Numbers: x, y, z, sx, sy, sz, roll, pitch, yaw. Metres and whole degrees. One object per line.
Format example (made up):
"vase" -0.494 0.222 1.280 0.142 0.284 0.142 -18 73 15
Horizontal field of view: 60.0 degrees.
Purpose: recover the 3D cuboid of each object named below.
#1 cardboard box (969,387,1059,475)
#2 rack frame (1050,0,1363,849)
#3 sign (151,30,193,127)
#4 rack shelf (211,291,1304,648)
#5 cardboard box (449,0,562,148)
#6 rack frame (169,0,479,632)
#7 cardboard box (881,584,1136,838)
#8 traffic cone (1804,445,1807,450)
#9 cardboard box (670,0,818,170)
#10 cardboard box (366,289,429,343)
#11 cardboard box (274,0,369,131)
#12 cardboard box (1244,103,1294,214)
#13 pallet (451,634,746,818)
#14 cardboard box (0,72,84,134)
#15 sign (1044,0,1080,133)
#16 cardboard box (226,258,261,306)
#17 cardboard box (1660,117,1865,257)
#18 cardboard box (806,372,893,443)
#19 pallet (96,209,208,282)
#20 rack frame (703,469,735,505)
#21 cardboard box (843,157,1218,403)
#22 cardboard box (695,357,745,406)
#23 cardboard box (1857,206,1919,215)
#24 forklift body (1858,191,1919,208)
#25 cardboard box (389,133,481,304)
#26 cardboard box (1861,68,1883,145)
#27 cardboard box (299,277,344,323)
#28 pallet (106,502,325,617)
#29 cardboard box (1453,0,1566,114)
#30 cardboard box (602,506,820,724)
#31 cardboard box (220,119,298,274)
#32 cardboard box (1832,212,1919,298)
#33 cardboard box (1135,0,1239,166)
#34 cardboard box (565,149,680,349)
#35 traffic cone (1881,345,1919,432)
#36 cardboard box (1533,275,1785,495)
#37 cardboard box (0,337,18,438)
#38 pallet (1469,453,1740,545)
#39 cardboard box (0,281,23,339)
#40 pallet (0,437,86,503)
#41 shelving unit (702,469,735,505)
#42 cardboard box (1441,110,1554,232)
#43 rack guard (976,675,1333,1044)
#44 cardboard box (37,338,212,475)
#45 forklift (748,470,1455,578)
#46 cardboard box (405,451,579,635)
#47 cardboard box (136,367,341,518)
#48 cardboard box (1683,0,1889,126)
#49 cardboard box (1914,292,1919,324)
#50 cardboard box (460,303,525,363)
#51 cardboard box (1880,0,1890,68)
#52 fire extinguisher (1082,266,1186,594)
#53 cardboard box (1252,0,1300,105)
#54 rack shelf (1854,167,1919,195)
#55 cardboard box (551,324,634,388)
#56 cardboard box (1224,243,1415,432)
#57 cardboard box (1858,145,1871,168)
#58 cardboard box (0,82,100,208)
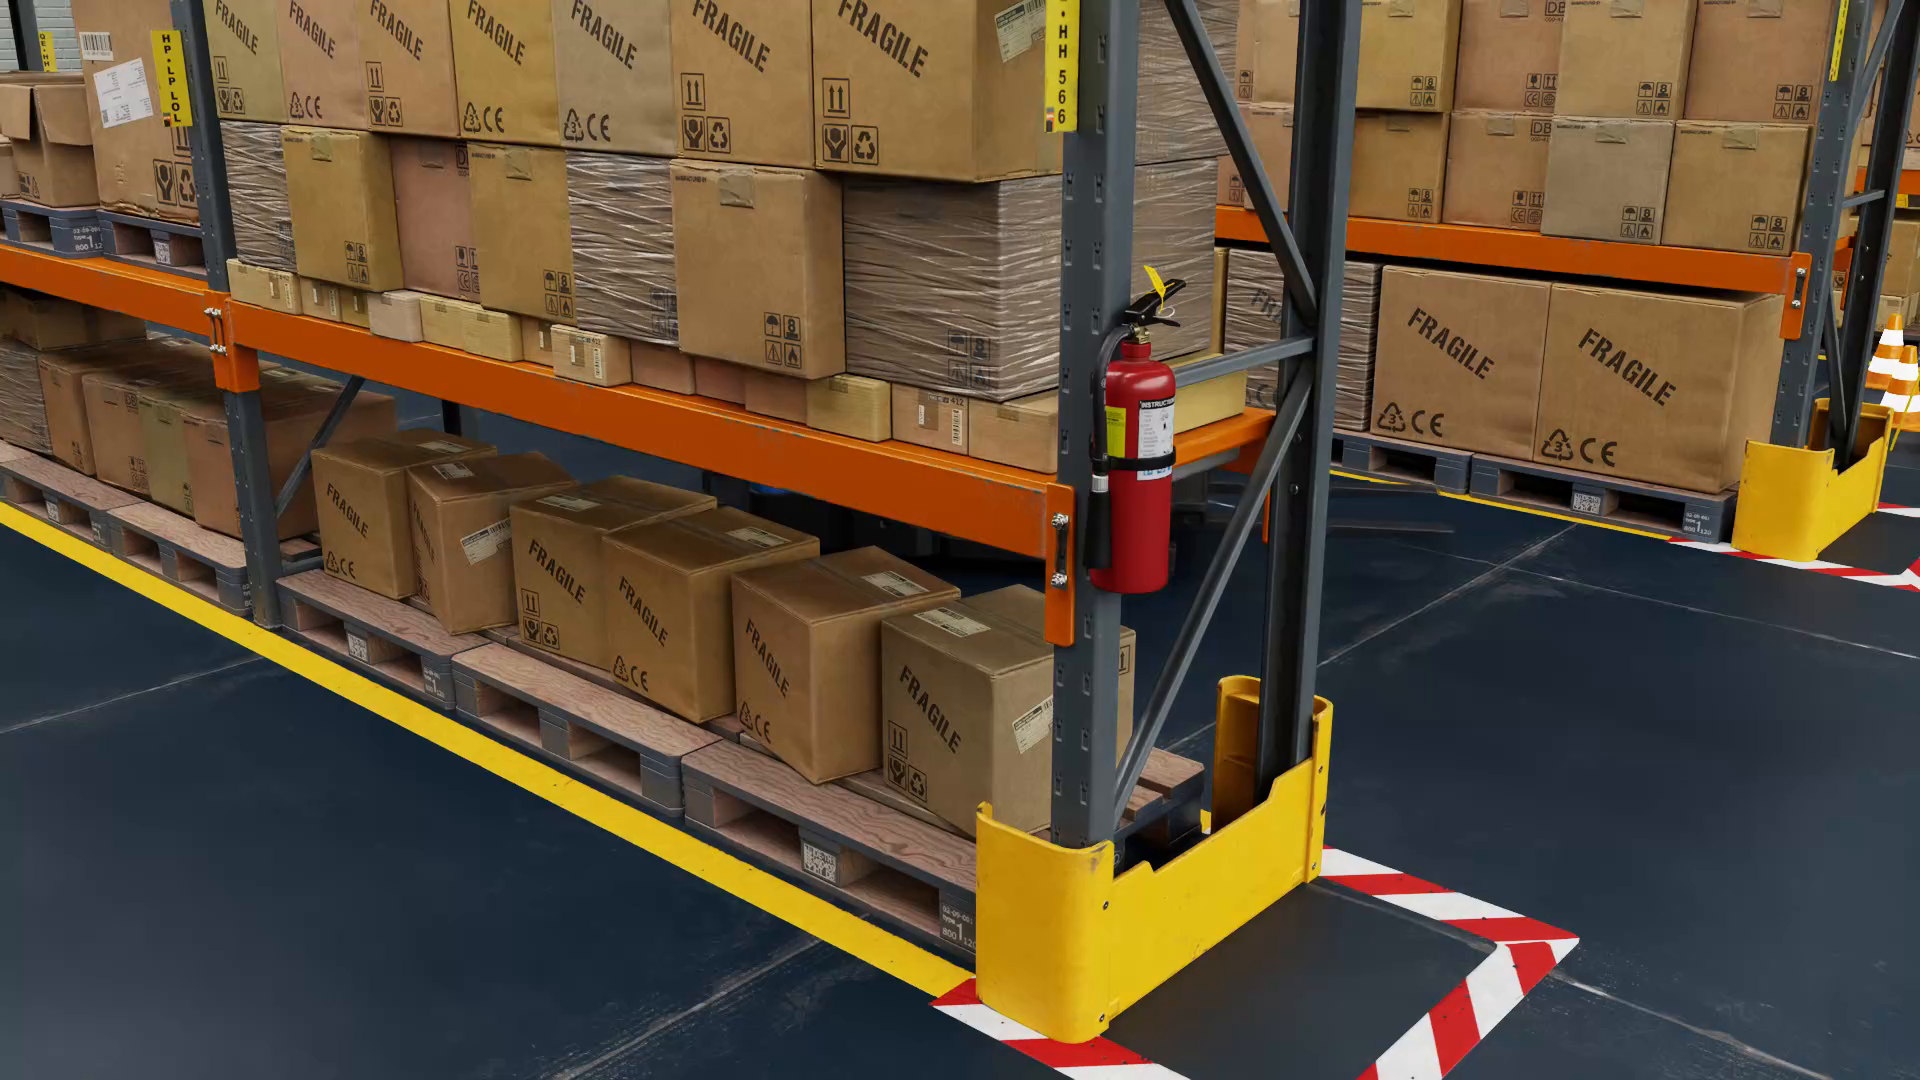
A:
"cardboard box" 0.235 -0.284 3.963 0.250 0.149 0.380 15 23 39
"rack frame" 0.585 -0.393 3.891 0.127 3.000 1.000 15 23 39
"sign" -2.772 -1.622 5.849 0.005 0.325 0.100 15 23 39
"rack shelf" -0.911 -0.452 5.266 4.000 0.370 1.077 15 23 39
"cardboard box" -1.109 -1.416 4.804 0.500 0.500 0.500 15 23 39
"rack frame" -2.406 -1.196 6.422 0.127 3.000 1.000 15 23 39
"cardboard box" 0.129 0.469 4.613 0.500 0.500 0.500 -13 22 -36
"traffic cone" 4.499 -0.714 9.096 0.334 0.463 0.336 15 23 39
"cardboard box" -0.368 -1.213 4.164 0.500 0.500 0.500 15 23 39
"cardboard box" -1.709 -0.761 5.465 0.250 0.149 0.380 15 23 39
"cardboard box" -1.864 -1.614 5.430 0.500 0.500 0.500 15 23 39
"cardboard box" 1.997 -2.058 8.889 0.550 0.550 0.875 15 23 39
"pallet" -0.964 0.505 5.673 1.213 0.211 1.003 15 23 39
"cardboard box" -4.484 -2.058 8.279 0.700 0.500 0.500 -14 22 -38
"sign" 0.202 -0.974 3.286 0.005 0.325 0.100 15 23 39
"cardboard box" -2.445 -0.965 6.110 0.250 0.149 0.380 15 23 39
"cardboard box" 3.646 -1.631 7.543 0.550 0.550 0.875 15 23 39
"cardboard box" -0.173 -0.373 4.243 0.250 0.149 0.380 15 23 39
"pallet" -2.881 -1.291 7.038 1.213 0.211 1.003 15 23 39
"rack frame" -1.052 -1.175 7.843 0.400 2.100 0.015 -1 18 -2
"cardboard box" 0.192 -0.699 4.199 0.500 0.500 0.875 15 23 39
"cardboard box" -0.509 -0.486 4.600 0.250 0.149 0.380 15 23 39
"cardboard box" 6.725 -2.111 11.917 0.500 0.500 0.500 14 22 37
"forklift body" 7.826 -3.322 14.525 1.214 2.155 2.313 15 23 39
"cardboard box" -1.319 -1.095 5.447 0.500 0.500 0.875 15 23 39
"cardboard box" 6.203 -2.973 11.363 0.500 0.500 0.500 15 23 39
"cardboard box" -2.062 -0.868 5.804 0.250 0.149 0.380 15 23 39
"pallet" -2.990 -0.023 7.335 1.213 0.211 1.003 15 23 39
"cardboard box" 2.900 -2.397 8.173 0.550 0.550 0.875 15 23 39
"cardboard box" -0.796 0.227 5.376 0.500 0.500 0.500 -16 23 -41
"cardboard box" -2.111 -1.281 6.033 0.500 0.500 0.875 15 23 39
"cardboard box" 6.391 -1.984 11.516 0.500 0.500 0.500 15 23 40
"cardboard box" 0.355 -1.231 4.222 0.500 0.500 0.500 15 23 39
"cardboard box" -0.607 -0.883 4.777 0.500 0.500 0.875 15 23 39
"traffic cone" 5.503 -0.901 9.686 0.334 0.463 0.336 15 23 39
"cardboard box" 3.402 -0.804 8.003 0.875 0.875 0.875 15 23 40
"cardboard box" -4.884 -0.888 8.855 0.500 0.500 0.700 14 22 36
"pallet" 3.303 -0.309 8.235 1.213 0.211 1.003 15 23 39
"cardboard box" -4.877 -1.247 8.748 0.500 0.250 0.500 16 24 41
"pallet" -4.815 -0.513 8.879 1.213 0.211 1.003 15 23 39
"shelving unit" -1.061 -1.249 8.076 0.431 2.100 0.503 -1 18 -2
"cardboard box" 2.884 -1.877 8.320 0.550 0.550 0.875 15 23 39
"rack guard" 0.529 0.783 4.318 0.348 0.500 1.175 15 23 39
"cardboard box" -4.032 -0.667 8.159 0.700 0.500 0.500 -16 24 -41
"forklift" 0.633 -1.389 7.144 3.031 2.935 1.130 3 18 8
"cardboard box" -1.700 -0.002 6.098 0.500 0.500 0.500 -10 20 -28
"cardboard box" -3.196 -0.443 7.453 0.500 0.500 0.700 15 23 39
"cardboard box" 3.701 -2.164 7.440 0.550 0.550 0.875 15 23 39
"cardboard box" 6.744 -1.749 12.016 0.500 0.250 0.500 15 23 39
"cardboard box" -1.314 -0.667 5.170 0.250 0.149 0.380 15 23 39
"cardboard box" 6.263 -3.458 11.238 0.500 0.500 0.700 15 23 40
"fire extinguisher" 0.365 -0.229 3.502 0.183 0.674 0.296 15 23 39
"cardboard box" 2.016 -2.579 8.746 0.550 0.550 0.875 15 23 39
"rack shelf" 5.667 -2.694 12.330 4.000 0.370 1.077 15 23 39
"cardboard box" -0.956 -0.561 4.837 0.250 0.149 0.380 15 23 39
"cardboard box" 2.062 -1.163 9.137 0.875 0.875 0.875 15 23 40
"cardboard box" 6.301 -2.624 11.337 0.250 0.149 0.380 15 23 38
"cardboard box" -3.764 -1.773 7.374 0.797 0.503 0.637 -15 23 -40
